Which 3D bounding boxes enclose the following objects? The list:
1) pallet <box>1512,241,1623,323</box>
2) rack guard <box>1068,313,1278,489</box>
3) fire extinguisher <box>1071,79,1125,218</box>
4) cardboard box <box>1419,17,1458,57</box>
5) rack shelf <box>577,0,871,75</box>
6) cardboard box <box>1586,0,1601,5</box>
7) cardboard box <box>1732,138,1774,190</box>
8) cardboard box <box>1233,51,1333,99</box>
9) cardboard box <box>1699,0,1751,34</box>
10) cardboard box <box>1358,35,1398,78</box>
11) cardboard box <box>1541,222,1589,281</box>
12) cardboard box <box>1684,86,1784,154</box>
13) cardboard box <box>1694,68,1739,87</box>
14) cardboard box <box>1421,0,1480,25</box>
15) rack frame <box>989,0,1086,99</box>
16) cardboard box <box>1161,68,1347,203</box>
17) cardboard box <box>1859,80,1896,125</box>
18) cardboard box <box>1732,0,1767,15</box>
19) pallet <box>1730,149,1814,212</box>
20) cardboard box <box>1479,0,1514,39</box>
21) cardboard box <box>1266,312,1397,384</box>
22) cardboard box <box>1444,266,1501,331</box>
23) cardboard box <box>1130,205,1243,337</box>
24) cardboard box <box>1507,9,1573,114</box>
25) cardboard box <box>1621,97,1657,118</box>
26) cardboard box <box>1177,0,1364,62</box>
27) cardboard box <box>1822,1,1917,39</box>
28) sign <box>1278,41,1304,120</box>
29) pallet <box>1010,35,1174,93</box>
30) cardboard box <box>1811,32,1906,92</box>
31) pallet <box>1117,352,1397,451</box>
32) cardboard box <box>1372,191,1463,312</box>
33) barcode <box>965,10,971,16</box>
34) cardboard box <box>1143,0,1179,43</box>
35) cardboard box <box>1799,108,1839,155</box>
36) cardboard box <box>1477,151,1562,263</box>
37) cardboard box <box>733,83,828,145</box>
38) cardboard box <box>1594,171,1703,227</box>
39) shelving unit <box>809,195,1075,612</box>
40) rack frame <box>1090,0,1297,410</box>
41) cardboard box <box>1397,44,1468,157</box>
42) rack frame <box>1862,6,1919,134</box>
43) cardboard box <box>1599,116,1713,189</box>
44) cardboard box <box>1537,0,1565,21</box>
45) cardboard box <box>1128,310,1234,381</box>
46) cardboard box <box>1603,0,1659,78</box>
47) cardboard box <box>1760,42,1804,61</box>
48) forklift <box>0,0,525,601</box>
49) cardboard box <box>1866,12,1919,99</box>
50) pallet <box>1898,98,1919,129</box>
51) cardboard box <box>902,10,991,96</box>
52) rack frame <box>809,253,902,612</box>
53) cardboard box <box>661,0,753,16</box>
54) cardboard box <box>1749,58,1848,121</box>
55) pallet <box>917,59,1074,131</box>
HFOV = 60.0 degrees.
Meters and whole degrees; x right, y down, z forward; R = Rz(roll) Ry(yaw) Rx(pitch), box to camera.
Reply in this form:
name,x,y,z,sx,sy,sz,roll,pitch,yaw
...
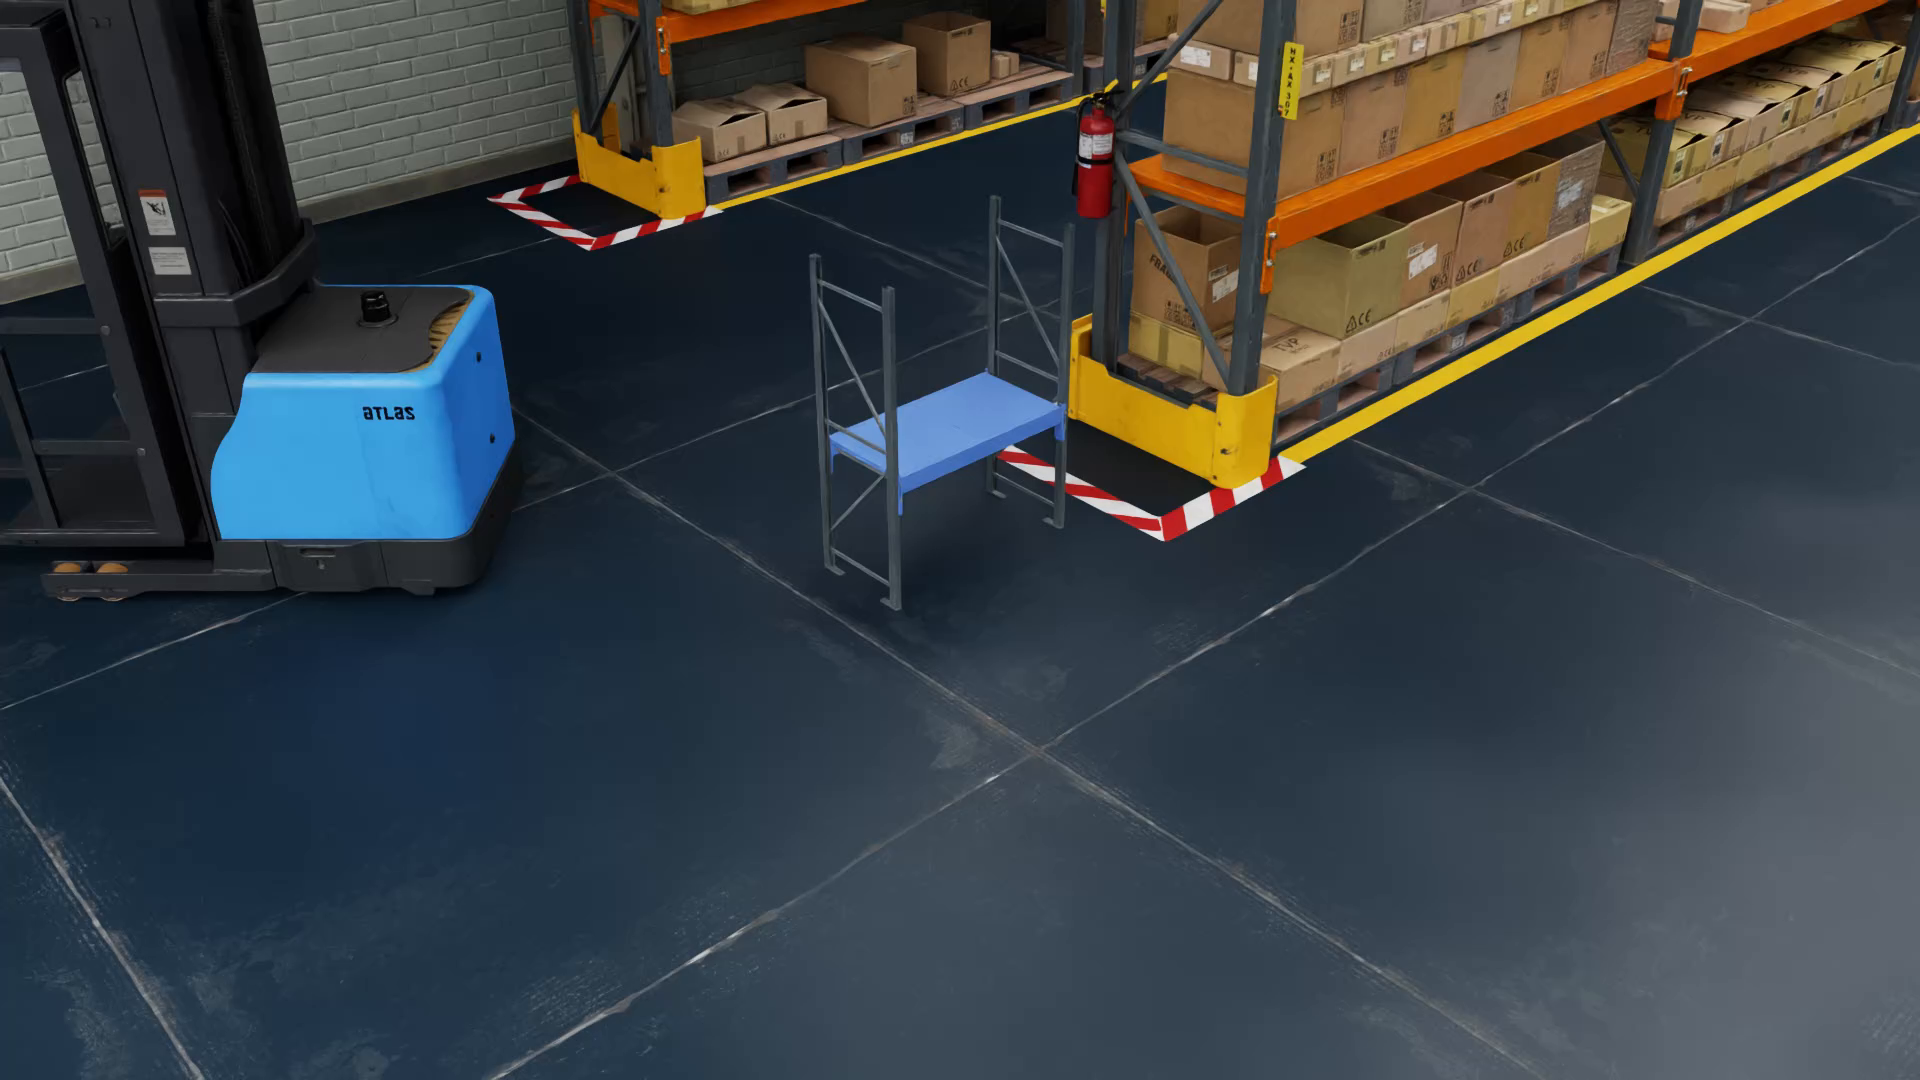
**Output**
name,x,y,z,sx,sy,sz,roll,pitch,yaw
pallet,3.387,-1.771,10.444,1.213,0.211,1.003,-26,40,-35
rack guard,1.048,-0.733,8.469,0.348,0.500,1.175,-26,40,-35
fire extinguisher,0.663,-1.911,8.074,0.183,0.674,0.296,-26,40,-35
cardboard box,2.256,-2.551,8.329,0.250,0.149,0.380,-27,41,-37
rack shelf,-0.839,-4.104,12.276,4.000,0.370,1.077,-26,40,-35
cardboard box,3.380,-3.093,9.216,0.250,0.149,0.380,-26,40,-36
cardboard box,5.217,-2.647,11.436,0.500,0.250,0.500,-27,41,-37
cardboard box,1.500,-2.184,7.729,0.250,0.149,0.380,-26,40,-36
cardboard box,4.787,-3.356,10.603,0.250,0.149,0.380,-26,40,-35
cardboard box,1.875,-2.367,8.028,0.250,0.149,0.380,-26,40,-35
cardboard box,3.434,-1.811,10.070,0.500,0.250,0.500,-26,40,-35
cardboard box,5.220,-2.883,11.285,0.500,0.311,0.500,-27,41,-37
cardboard box,5.217,-3.265,11.910,0.500,0.311,0.500,-26,40,-36
cardboard box,2.206,-2.951,8.362,0.500,0.500,0.700,-26,40,-35
rack frame,0.628,-5.120,13.248,0.127,3.000,1.000,-26,40,-35
cardboard box,1.417,-2.011,8.068,0.500,0.500,0.700,-26,40,-35
cardboard box,6.712,-3.372,12.622,0.500,0.250,0.500,-25,39,-34
cardboard box,4.959,-3.722,10.866,0.500,0.500,0.500,-23,38,-32
pallet,5.407,-2.748,12.042,1.213,0.211,1.003,-26,40,-35
cardboard box,2.627,-2.729,8.620,0.250,0.149,0.380,-25,40,-35
cardboard box,1.974,-1.098,8.903,0.500,0.250,0.500,-26,40,-35
cardboard box,2.711,-1.451,9.480,0.500,0.250,0.500,-26,40,-35
cardboard box,1.257,-1.438,8.741,0.500,0.500,0.500,-26,40,-35
cardboard box,2.925,-2.744,9.266,0.500,0.500,0.700,-25,39,-35
cardboard box,4.478,-2.912,11.333,0.500,0.311,0.500,-25,39,-34
cardboard box,1.455,-2.584,7.760,0.500,0.500,0.700,-26,40,-35
cardboard box,7.458,-4.188,13.699,0.500,0.500,0.500,-24,39,-34
sign,1.439,-1.997,7.234,0.005,0.325,0.100,-26,40,-35
pallet,1.198,-4.207,14.428,1.213,0.211,1.003,-26,40,-35
cardboard box,6.715,-3.611,12.475,0.500,0.311,0.500,-25,39,-34
pallet,1.598,-0.906,9.029,1.213,0.211,1.003,-26,40,-35
cardboard box,2.333,-1.599,9.005,0.500,0.500,0.500,-26,40,-35
barcode,0.069,-4.278,13.539,0.075,0.075,0.001,-26,40,-35
cardboard box,1.501,-4.712,14.554,0.500,0.500,0.700,-27,40,-36
cardboard box,5.966,-3.010,12.031,0.500,0.250,0.500,-25,39,-34
cardboard box,3.069,-1.953,9.583,0.500,0.500,0.500,-26,40,-35
cardboard box,-1.319,-3.155,12.191,0.500,0.311,0.500,-22,38,-32
cardboard box,4.463,-2.281,10.838,0.500,0.250,0.500,-27,40,-37
shelving unit,-0.063,-0.610,7.309,1.048,1.500,0.538,-26,40,-35
rack frame,1.066,-1.808,7.831,0.127,3.000,1.000,-26,40,-35
cardboard box,2.166,-2.373,8.660,0.500,0.500,0.700,-26,40,-35
rack frame,6.932,-4.646,12.472,0.127,3.000,1.000,-26,40,-35
cardboard box,4.471,-2.523,10.697,0.500,0.311,0.500,-26,40,-35
cardboard box,3.013,-2.918,8.929,0.250,0.149,0.380,-25,39,-34
cardboard box,1.258,-1.117,8.935,0.500,0.250,0.500,-26,40,-35
cardboard box,3.678,-3.110,9.864,0.500,0.500,0.700,-27,41,-37
cardboard box,5.969,-3.628,12.503,0.500,0.311,0.500,-27,40,-37
forklift,-3.630,-1.257,6.997,3.031,2.935,1.130,0,31,0
cardboard box,7.460,-3.819,13.094,0.500,0.500,0.500,-24,39,-34
pallet,7.505,-3.706,13.609,1.213,0.211,1.003,-26,40,-35
cardboard box,-0.106,-3.858,13.159,0.500,0.500,0.500,26,40,35
rack frame,-0.435,-0.429,7.014,0.032,1.500,0.500,-26,40,-35
cardboard box,-1.732,-3.698,11.046,0.500,0.250,0.500,-27,41,-37
cardboard box,5.967,-3.246,11.879,0.500,0.311,0.500,-26,40,-36
pallet,0.159,-3.679,13.564,1.213,0.211,1.003,-26,40,-35
